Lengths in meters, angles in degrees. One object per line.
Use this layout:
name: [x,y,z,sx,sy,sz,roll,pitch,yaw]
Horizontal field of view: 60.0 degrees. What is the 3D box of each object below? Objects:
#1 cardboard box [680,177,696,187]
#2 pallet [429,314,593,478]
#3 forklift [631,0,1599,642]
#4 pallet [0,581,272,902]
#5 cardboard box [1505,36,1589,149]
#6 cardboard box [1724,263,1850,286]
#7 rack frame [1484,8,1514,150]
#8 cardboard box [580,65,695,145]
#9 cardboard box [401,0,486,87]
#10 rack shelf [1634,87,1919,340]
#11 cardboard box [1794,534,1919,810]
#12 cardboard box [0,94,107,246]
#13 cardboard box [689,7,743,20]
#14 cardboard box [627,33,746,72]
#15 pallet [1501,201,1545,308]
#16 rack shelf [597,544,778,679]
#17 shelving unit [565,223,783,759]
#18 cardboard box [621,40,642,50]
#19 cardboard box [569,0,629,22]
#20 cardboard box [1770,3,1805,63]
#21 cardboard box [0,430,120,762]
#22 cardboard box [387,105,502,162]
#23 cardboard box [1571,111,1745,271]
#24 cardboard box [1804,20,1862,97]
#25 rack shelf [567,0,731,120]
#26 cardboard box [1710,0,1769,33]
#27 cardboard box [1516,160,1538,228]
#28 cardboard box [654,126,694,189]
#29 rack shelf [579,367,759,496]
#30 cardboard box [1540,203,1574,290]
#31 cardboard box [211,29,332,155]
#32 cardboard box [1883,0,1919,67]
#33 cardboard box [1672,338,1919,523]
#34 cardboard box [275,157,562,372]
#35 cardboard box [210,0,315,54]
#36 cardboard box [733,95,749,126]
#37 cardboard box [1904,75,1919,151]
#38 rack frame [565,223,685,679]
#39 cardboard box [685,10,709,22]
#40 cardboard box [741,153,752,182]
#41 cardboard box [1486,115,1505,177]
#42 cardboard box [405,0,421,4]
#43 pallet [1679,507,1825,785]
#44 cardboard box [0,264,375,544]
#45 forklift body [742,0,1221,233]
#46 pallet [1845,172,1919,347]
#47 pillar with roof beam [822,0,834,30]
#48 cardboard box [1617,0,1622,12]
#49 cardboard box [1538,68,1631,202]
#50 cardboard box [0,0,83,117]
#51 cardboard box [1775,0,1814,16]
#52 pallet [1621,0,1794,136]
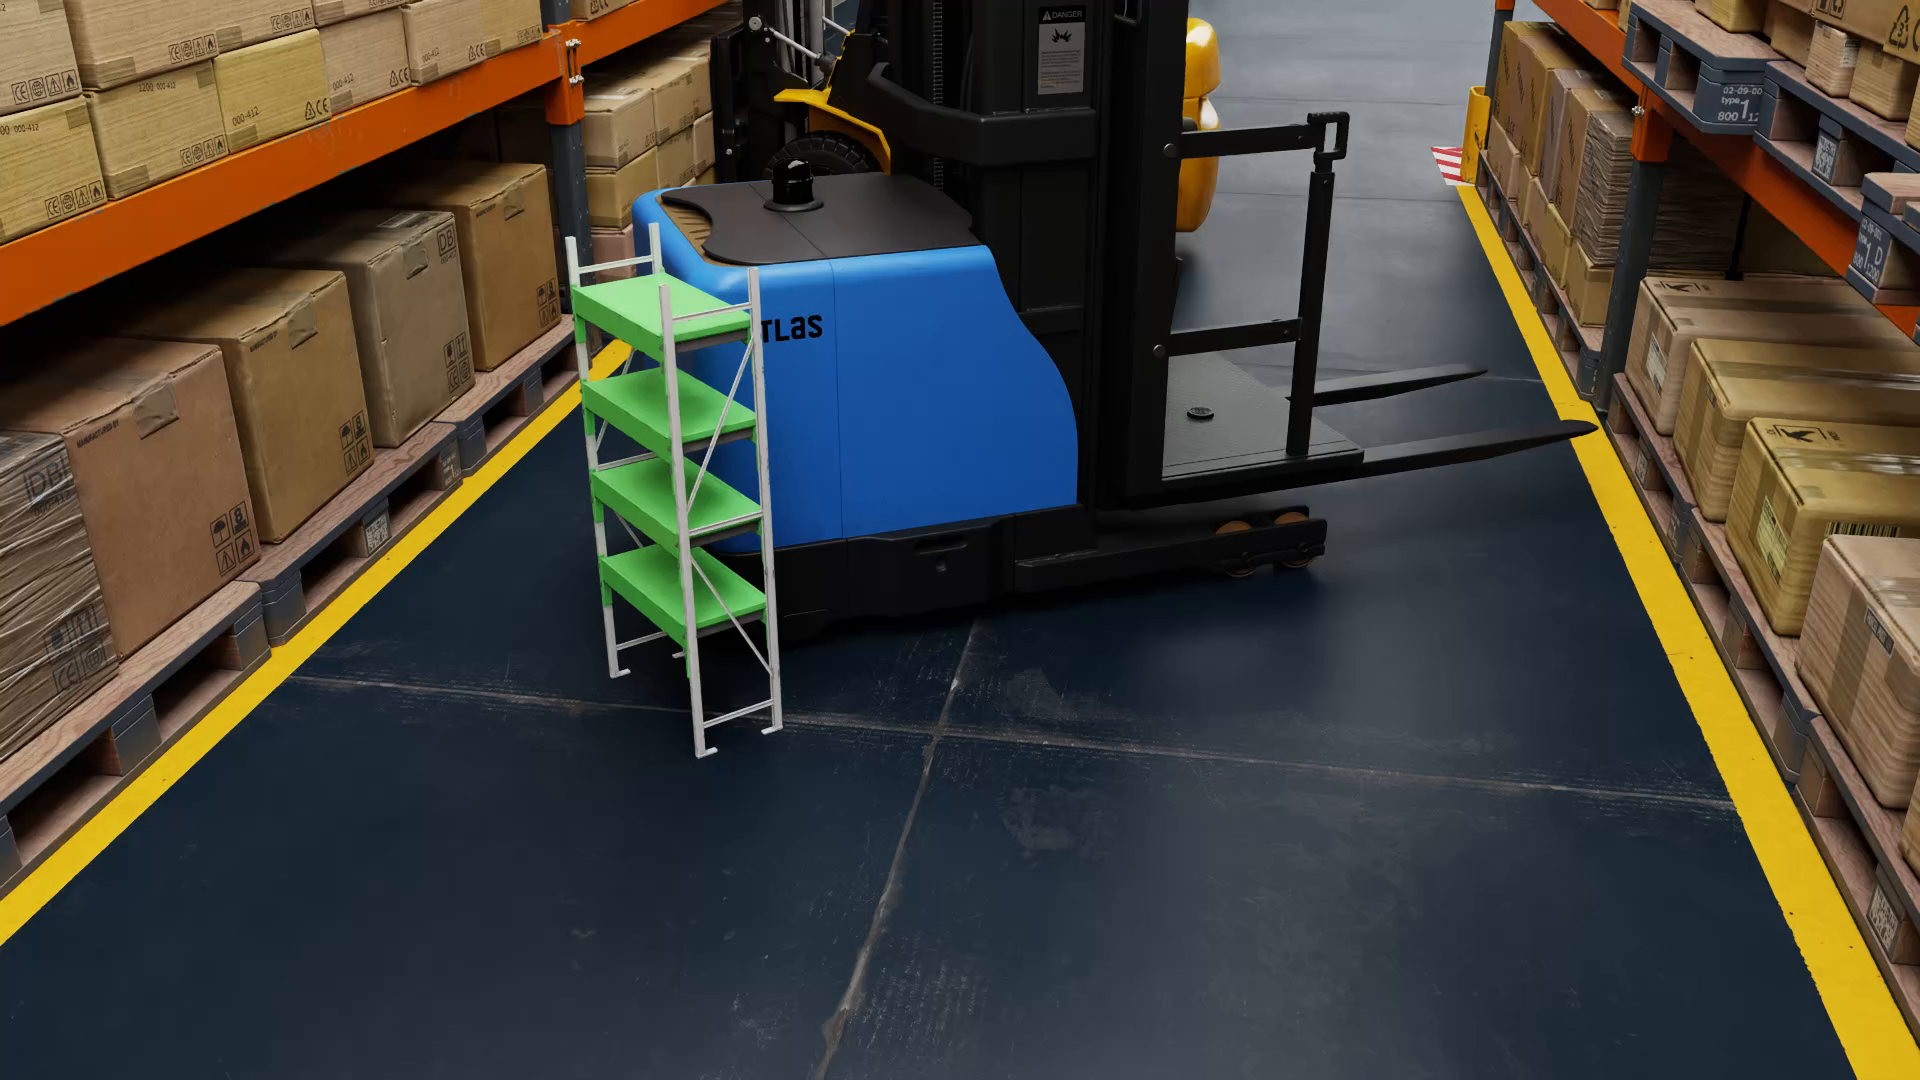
cardboard box: [-1.523,-1.502,7.668,0.500,0.250,0.500,3,25,7]
pallet: [-2.078,-0.590,6.262,1.003,0.211,1.213,4,25,9]
forklift: [0.587,-1.416,4.818,3.031,2.935,1.130,-9,26,-18]
pallet: [-2.477,0.430,4.082,1.003,0.211,1.213,4,25,9]
cardboard box: [3.066,-2.232,8.344,0.500,0.500,0.500,3,25,7]
cardboard box: [3.264,-0.995,6.585,0.500,0.250,0.500,3,25,6]
rack frame: [3.555,-3.495,9.178,1.000,3.000,0.127,4,25,9]
cardboard box: [-1.514,-1.956,7.458,0.500,0.250,0.500,4,25,9]
cardboard box: [-1.897,-1.657,5.428,0.500,0.250,0.500,4,25,8]
rack shelf: [2.574,-0.660,3.969,1.077,0.370,4.000,4,25,9]
cardboard box: [2.462,0.306,3.662,0.950,0.372,0.625,4,25,8]
cardboard box: [-2.249,-0.802,3.602,0.500,0.250,0.500,3,25,7]
cardboard box: [-1.188,-2.807,9.277,0.500,0.250,0.500,4,25,9]
cardboard box: [-1.351,-2.384,8.373,0.500,0.250,0.500,4,25,7]
pallet: [3.173,-1.354,7.894,1.003,0.211,1.213,4,25,9]
rack shelf: [-0.695,0.155,4.220,0.258,0.148,0.480,-17,30,-32]
shelving unit: [-0.695,-0.120,4.091,0.258,1.200,0.503,-17,30,-32]
cardboard box: [-1.869,-2.416,8.441,0.500,0.250,0.500,4,25,8]
cardboard box: [-1.666,-2.377,6.672,0.500,0.500,0.500,3,25,7]
cardboard box: [2.396,-1.357,4.411,0.380,0.149,0.250,4,25,9]
cardboard box: [-2.535,0.134,3.731,0.875,0.625,0.625,5,26,10]
cardboard box: [-2.107,-1.781,7.086,0.500,0.250,0.500,5,25,10]
cardboard box: [2.733,-1.372,6.507,0.500,0.500,0.500,4,25,8]
cardboard box: [2.259,-1.146,3.961,0.380,0.149,0.250,5,26,11]
rack shelf: [-1.669,-2.675,8.275,1.077,0.370,4.000,4,25,9]
cardboard box: [2.450,-1.585,4.899,0.380,0.149,0.250,5,25,10]
cardboard box: [2.983,-1.679,8.048,0.500,0.250,0.500,6,26,12]
cardboard box: [-1.532,-1.727,7.560,0.500,0.250,0.500,4,25,8]
rack shelf: [-0.695,-0.280,4.017,0.258,0.148,0.480,-17,30,-32]
cardboard box: [2.810,-1.256,7.143,0.500,0.250,0.500,3,25,7]
cardboard box: [-2.086,-1.235,4.527,0.500,0.250,0.500,5,26,10]
cardboard box: [2.203,-1.157,3.219,0.500,0.500,0.500,2,25,5]
cardboard box: [2.704,-0.301,4.960,0.950,0.372,0.625,6,26,12]
cardboard box: [-2.070,-1.060,6.282,0.875,0.625,0.625,5,26,11]
cardboard box: [-2.092,-1.461,4.420,0.500,0.250,0.500,4,25,9]
cardboard box: [-1.355,-2.148,8.459,0.500,0.250,0.500,4,25,8]
cardboard box: [2.119,-0.825,3.276,0.380,0.149,0.250,4,25,9]
rack frame: [-0.839,-0.204,4.270,0.240,1.200,0.015,-17,30,-32]
cardboard box: [-1.686,-2.838,9.343,0.500,0.250,0.500,4,25,9]
cardboard box: [-1.352,-1.929,8.581,0.500,0.250,0.500,5,26,10]
cardboard box: [3.150,-2.121,8.992,0.500,0.250,0.500,4,25,8]
cardboard box: [-1.901,-1.884,5.324,0.500,0.250,0.500,3,25,7]
pallet: [2.578,0.279,4.406,1.003,0.211,1.213,4,25,9]
cardboard box: [-2.326,-0.421,4.918,0.875,0.625,0.625,3,25,6]
forklift body: [0.147,-2.533,8.125,2.313,2.155,1.214,4,25,9]
pallet: [2.259,-0.367,2.723,1.213,0.211,1.003,4,25,9]
pillar with roof beam: [2.882,-8.537,12.873,9.100,9.000,0.400,4,25,9]
cardboard box: [2.861,-2.175,6.655,0.380,0.149,0.250,4,25,8]
cardboard box: [2.897,-1.799,7.418,0.500,0.500,0.500,5,26,11]
cardboard box: [-2.253,-1.028,3.495,0.500,0.250,0.500,5,26,10]
cardboard box: [2.366,-1.601,4.167,0.500,0.500,0.500,4,25,8]
pallet: [2.633,-1.425,4.983,1.003,0.211,1.213,4,25,9]
